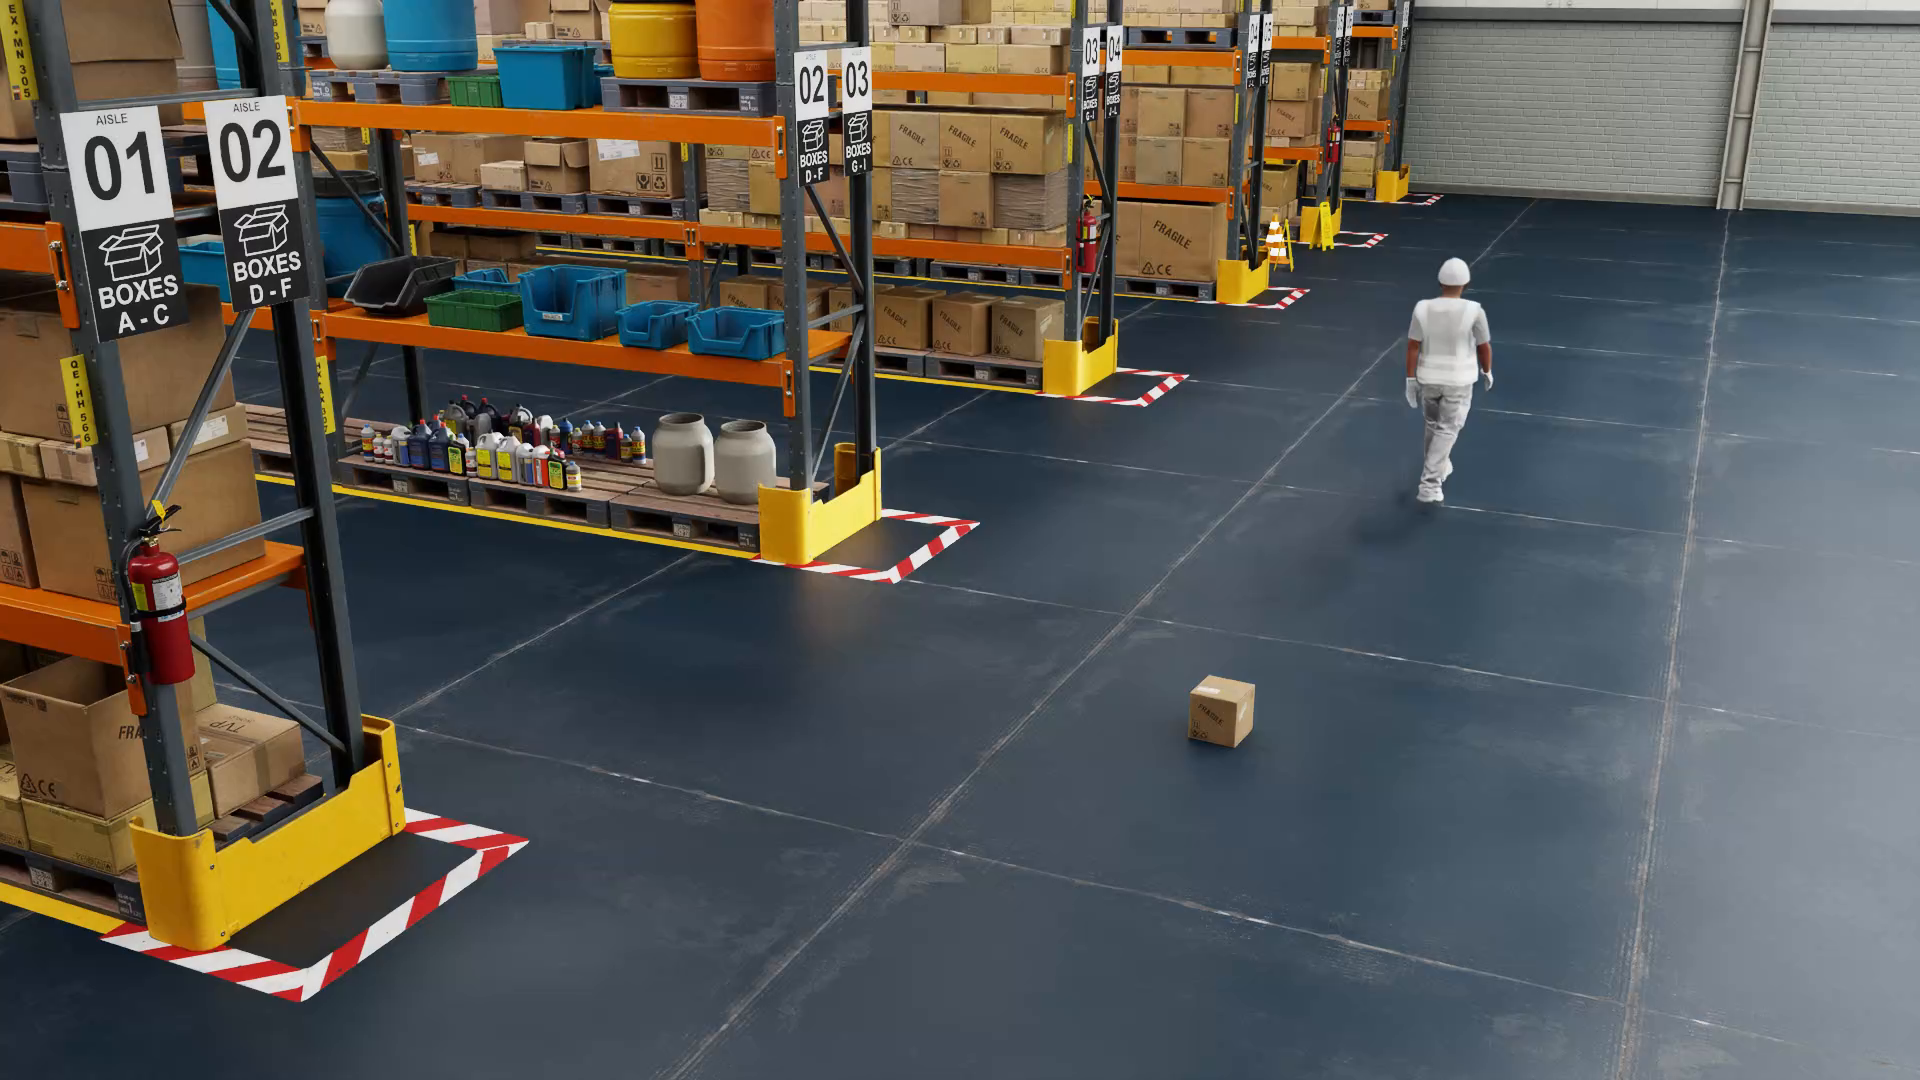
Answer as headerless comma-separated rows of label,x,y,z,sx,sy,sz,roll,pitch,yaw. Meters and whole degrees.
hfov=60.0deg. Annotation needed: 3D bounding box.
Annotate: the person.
person,3.529,-1.171,11.971,0.541,1.738,1.041,13,23,34
